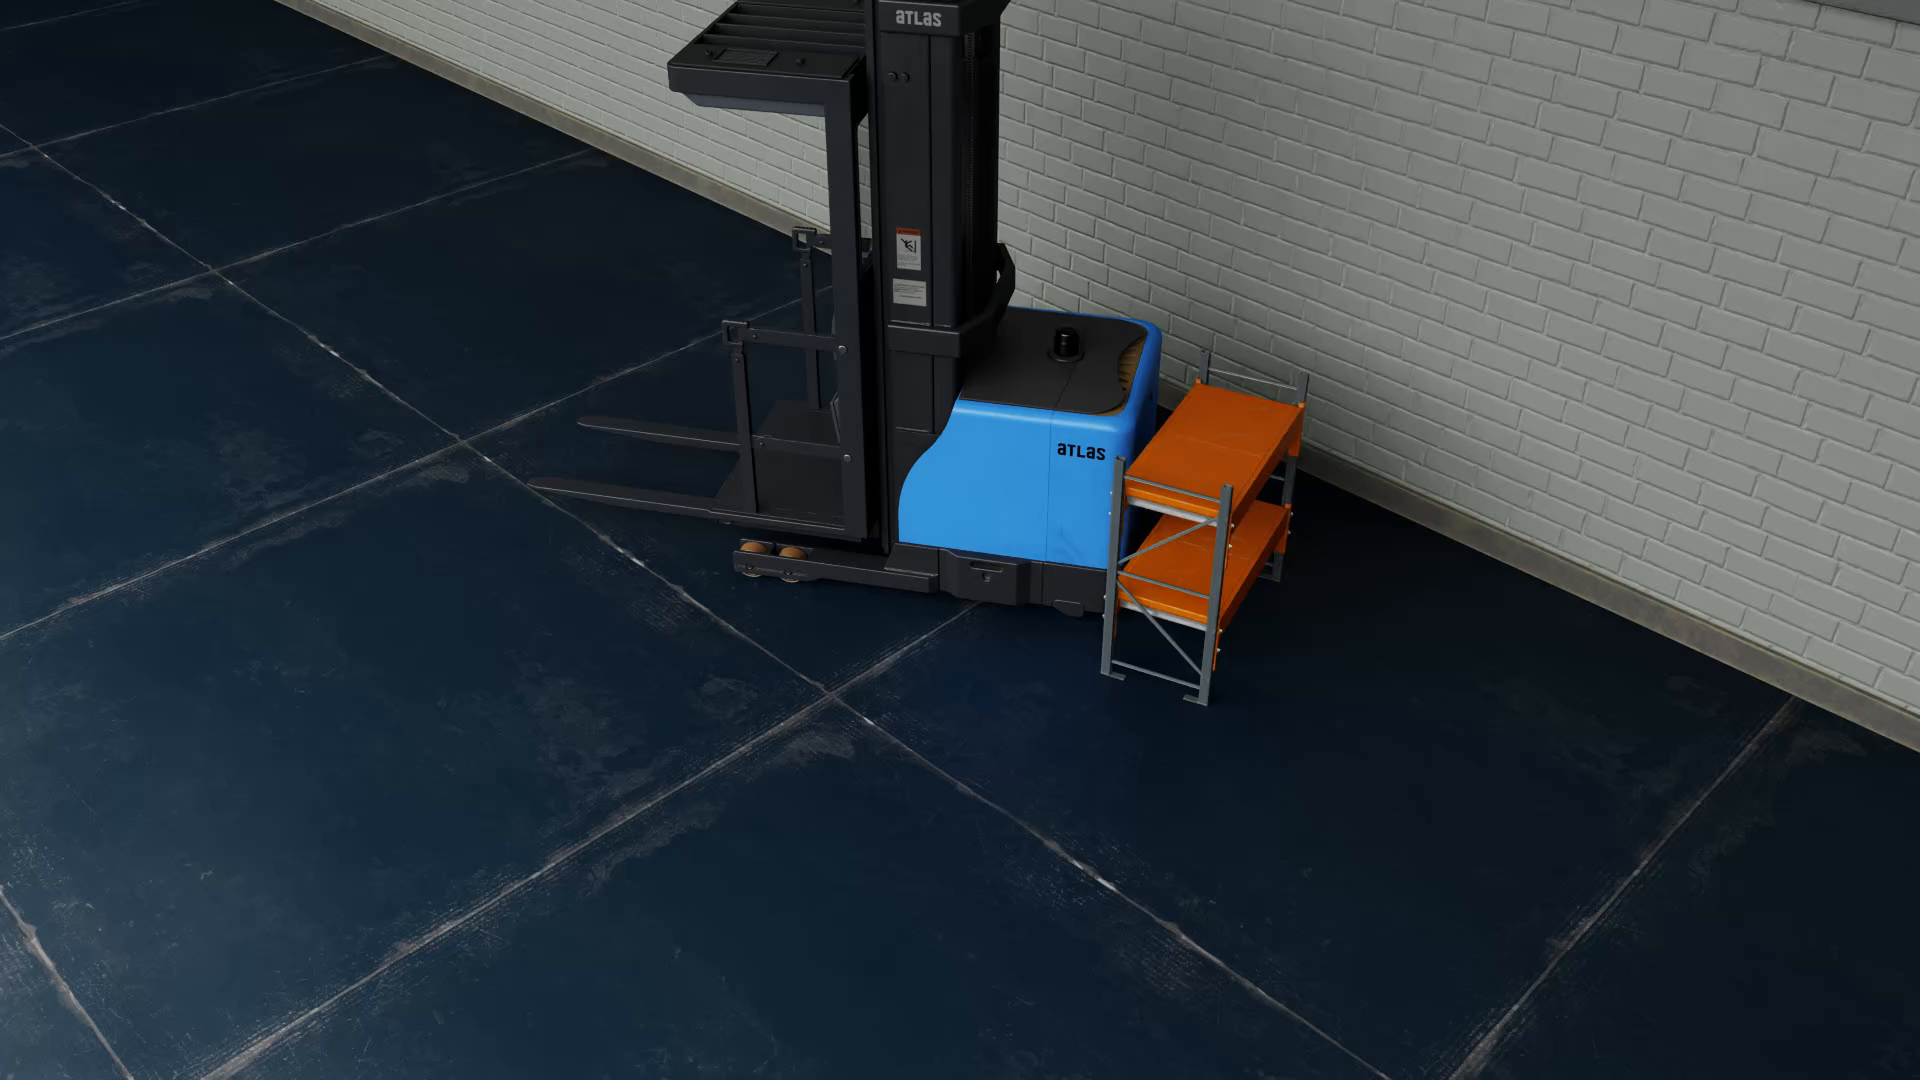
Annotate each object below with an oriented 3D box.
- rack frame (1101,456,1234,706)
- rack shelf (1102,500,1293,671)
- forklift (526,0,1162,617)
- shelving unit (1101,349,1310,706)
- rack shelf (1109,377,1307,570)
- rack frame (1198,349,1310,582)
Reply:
[{"bbox_3d":[0.856,0.189,6.996,0.500,1.125,0.032,16,38,22],"label":"rack frame"},{"bbox_3d":[1.085,0.130,7.508,0.538,0.278,1.000,16,38,22],"label":"rack shelf"},{"bbox_3d":[-0.606,-1.284,7.529,3.031,2.935,1.130,8,36,11],"label":"forklift"},{"bbox_3d":[1.085,-0.071,7.368,0.538,1.125,1.048,16,38,22],"label":"shelving unit"},{"bbox_3d":[1.085,-0.311,7.201,0.538,0.278,1.000,16,38,22],"label":"rack shelf"},{"bbox_3d":[1.313,-0.330,7.740,0.500,1.125,0.032,16,38,22],"label":"rack frame"}]
